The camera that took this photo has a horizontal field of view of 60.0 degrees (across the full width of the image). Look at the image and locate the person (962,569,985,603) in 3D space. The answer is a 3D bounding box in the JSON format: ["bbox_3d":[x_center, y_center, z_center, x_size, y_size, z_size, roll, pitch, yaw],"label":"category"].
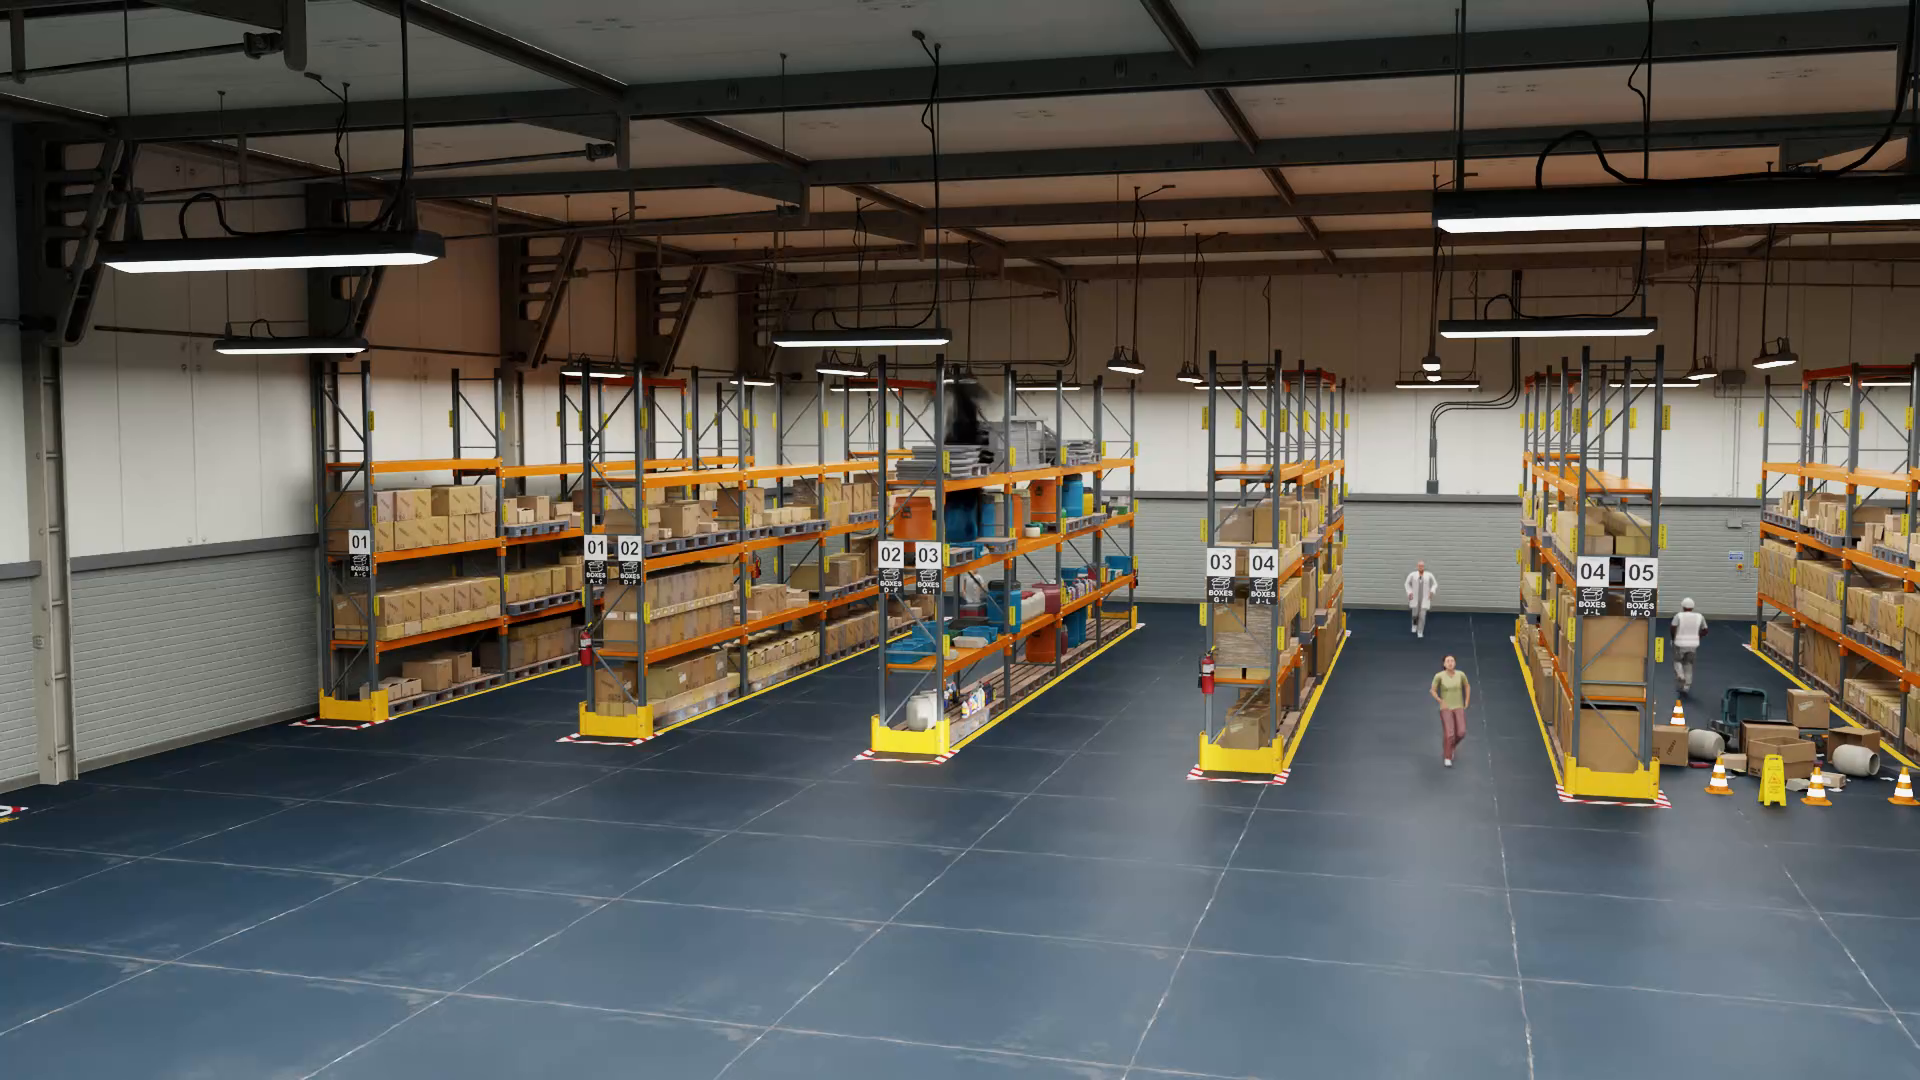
[{"bbox_3d":[0.301,1.369,39.392,0.563,1.632,0.643,1,4,9],"label":"person"}]

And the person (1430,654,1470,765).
[{"bbox_3d":[7.141,2.467,24.148,0.590,1.630,0.507,0,4,4],"label":"person"}]

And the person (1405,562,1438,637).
[{"bbox_3d":[10.735,1.373,38.704,0.732,1.751,0.573,1,4,15],"label":"person"}]

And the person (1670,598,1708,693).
[{"bbox_3d":[13.422,1.936,30.702,0.682,1.740,0.590,1,4,9],"label":"person"}]
